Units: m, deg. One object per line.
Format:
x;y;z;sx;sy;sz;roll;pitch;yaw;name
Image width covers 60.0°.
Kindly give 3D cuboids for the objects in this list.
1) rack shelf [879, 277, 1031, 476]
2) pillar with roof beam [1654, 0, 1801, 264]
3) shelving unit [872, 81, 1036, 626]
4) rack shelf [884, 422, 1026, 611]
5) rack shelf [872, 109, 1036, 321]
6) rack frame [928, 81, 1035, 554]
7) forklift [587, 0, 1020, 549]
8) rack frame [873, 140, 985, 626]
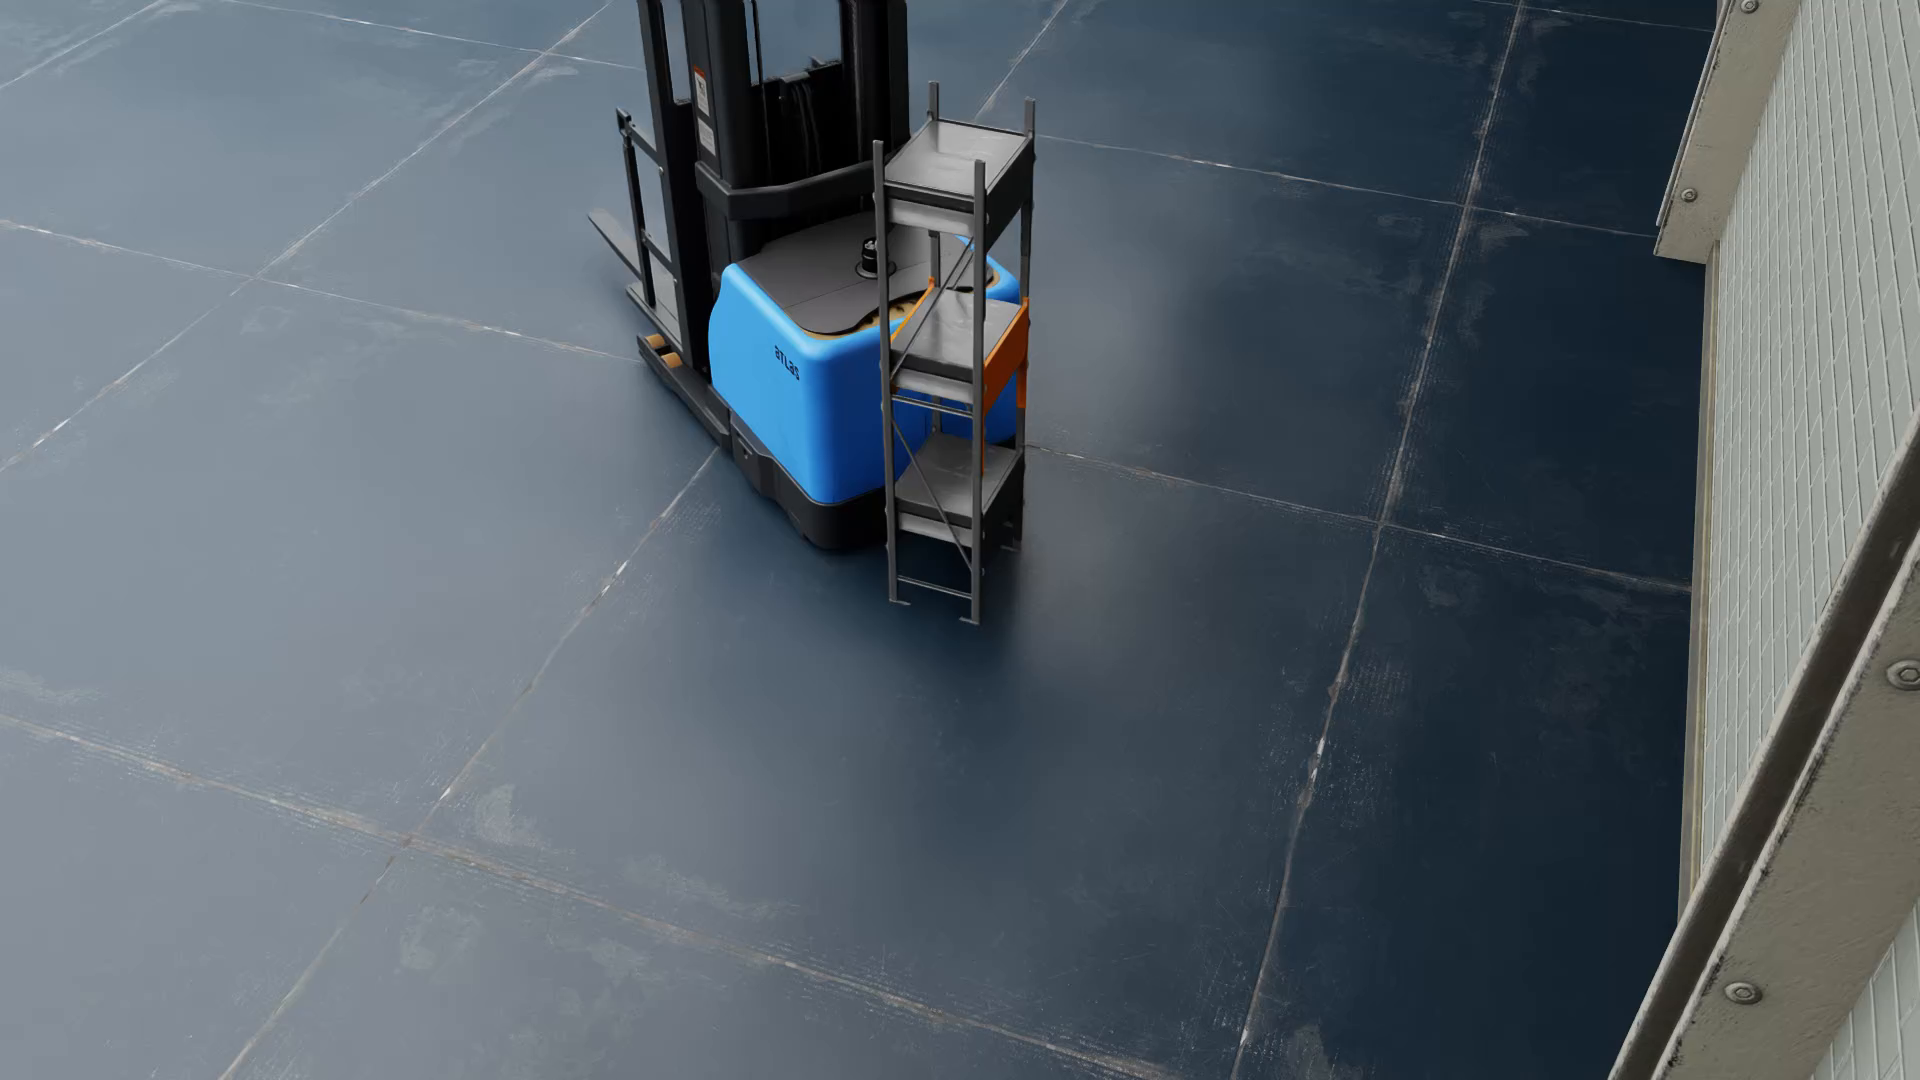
-0.014;-0.632;6.394;0.431;0.518;0.480;14;43;16;rack shelf
-0.049;-6.019;7.372;9.100;9.000;0.400;13;42;15;pillar with roof beam
-0.014;-0.643;6.385;0.431;2.100;0.503;14;43;16;shelving unit
-0.014;-0.100;6.849;0.431;0.518;0.480;14;43;16;rack shelf
-0.014;-1.165;5.940;0.431;0.518;0.480;14;43;16;rack shelf
0.076;-0.790;6.558;0.400;2.100;0.015;14;43;16;rack frame
-0.935;-2.009;7.346;1.130;2.935;3.031;-22;45;-24;forklift
-0.105;-0.495;6.213;0.400;2.100;0.015;14;43;16;rack frame
